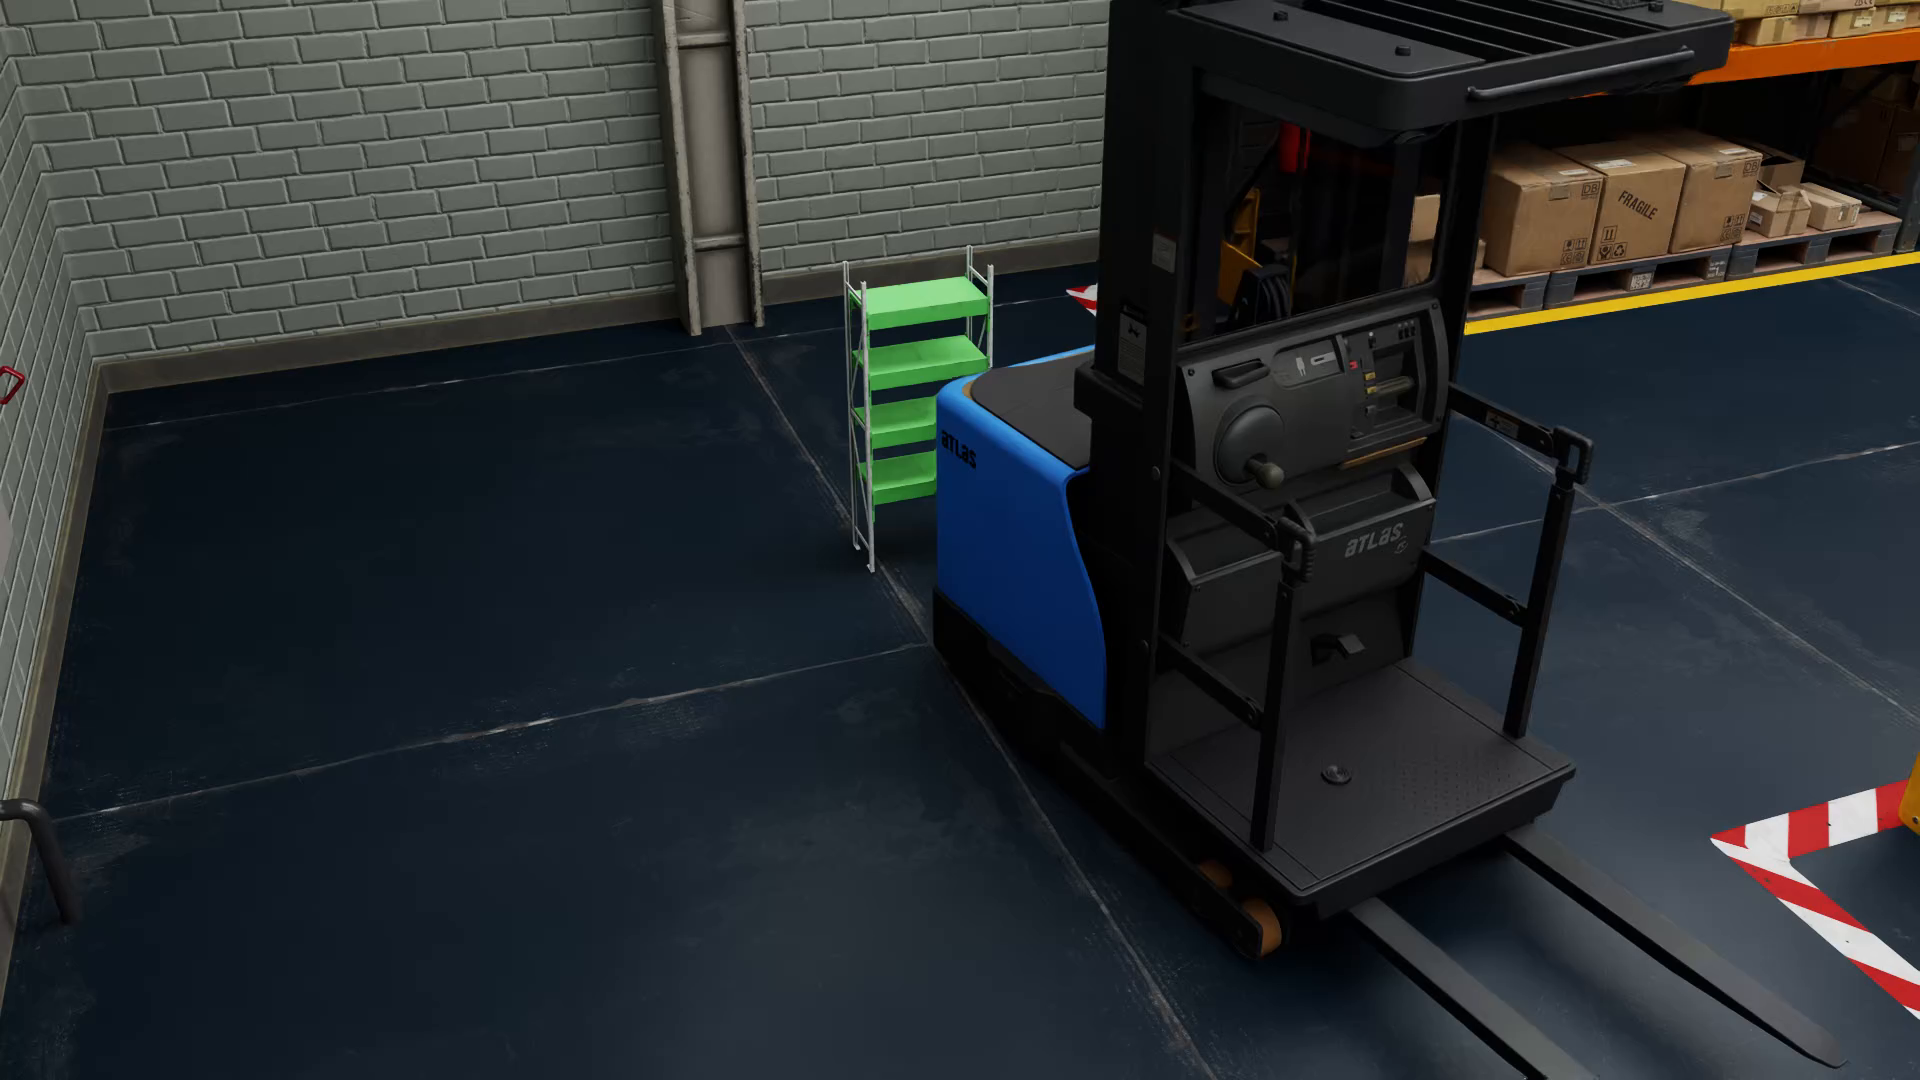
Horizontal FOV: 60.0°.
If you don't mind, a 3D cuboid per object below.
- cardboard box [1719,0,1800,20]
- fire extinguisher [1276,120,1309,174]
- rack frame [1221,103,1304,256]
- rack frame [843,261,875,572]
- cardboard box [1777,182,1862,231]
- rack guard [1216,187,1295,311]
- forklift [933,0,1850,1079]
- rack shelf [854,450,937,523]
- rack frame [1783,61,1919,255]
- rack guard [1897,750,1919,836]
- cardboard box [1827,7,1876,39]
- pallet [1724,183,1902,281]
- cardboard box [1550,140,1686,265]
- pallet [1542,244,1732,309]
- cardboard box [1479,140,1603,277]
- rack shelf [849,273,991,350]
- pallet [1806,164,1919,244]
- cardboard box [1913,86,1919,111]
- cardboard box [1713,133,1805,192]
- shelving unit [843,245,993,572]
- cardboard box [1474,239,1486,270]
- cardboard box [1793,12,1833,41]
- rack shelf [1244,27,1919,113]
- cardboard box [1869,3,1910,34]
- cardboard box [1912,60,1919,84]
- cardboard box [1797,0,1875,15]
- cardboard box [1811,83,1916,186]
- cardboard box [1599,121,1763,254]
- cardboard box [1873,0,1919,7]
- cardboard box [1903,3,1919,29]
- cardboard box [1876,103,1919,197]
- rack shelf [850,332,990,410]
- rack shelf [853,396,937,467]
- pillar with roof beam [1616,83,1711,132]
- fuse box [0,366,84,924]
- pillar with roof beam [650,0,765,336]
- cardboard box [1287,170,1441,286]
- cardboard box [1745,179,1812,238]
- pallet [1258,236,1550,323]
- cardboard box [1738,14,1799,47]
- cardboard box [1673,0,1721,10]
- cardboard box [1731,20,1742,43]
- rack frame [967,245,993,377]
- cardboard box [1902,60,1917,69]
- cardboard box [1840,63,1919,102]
[{"bbox_3d":[4.000,-2.891,8.646,0.500,0.250,0.500,-11,31,-18],"label":"cardboard box"},{"bbox_3d":[1.603,-2.076,7.818,0.183,0.674,0.296,-10,31,-18],"label":"fire extinguisher"},{"bbox_3d":[1.580,-2.511,8.128,0.127,3.000,1.000,-10,31,-18],"label":"rack frame"},{"bbox_3d":[-0.384,-0.451,6.329,0.015,1.200,0.240,-10,31,-18],"label":"rack frame"},{"bbox_3d":[4.909,-1.913,9.533,0.250,0.149,0.380,-11,32,-19],"label":"cardboard box"},{"bbox_3d":[1.651,-1.438,8.769,0.348,0.500,1.175,-10,31,-18],"label":"rack guard"},{"bbox_3d":[1.104,-0.362,4.424,1.130,2.935,3.031,-17,34,-27],"label":"forklift"},{"bbox_3d":[-0.155,-0.229,6.553,0.480,0.148,0.258,-10,31,-18],"label":"rack shelf"},{"bbox_3d":[5.329,-3.202,9.340,0.127,3.000,1.000,-10,31,-18],"label":"rack frame"},{"bbox_3d":[3.291,0.881,4.698,0.348,0.500,1.175,-10,31,-18],"label":"rack guard"},{"bbox_3d":[4.646,-2.809,8.904,0.250,0.149,0.380,-10,31,-16],"label":"cardboard box"},{"bbox_3d":[4.685,-1.872,9.823,1.213,0.211,1.003,-10,31,-18],"label":"pallet"},{"bbox_3d":[3.531,-1.844,9.057,0.500,0.500,0.500,-10,31,-17],"label":"cardboard box"},{"bbox_3d":[3.539,-1.659,9.450,1.213,0.211,1.003,-10,31,-18],"label":"pallet"},{"bbox_3d":[3.001,-1.799,8.978,0.500,0.500,0.700,-9,31,-16],"label":"cardboard box"},{"bbox_3d":[-0.155,-0.854,6.197,0.480,0.148,0.258,-10,31,-18],"label":"rack shelf"},{"bbox_3d":[6.078,-2.148,10.307,1.213,0.211,1.003,-10,31,-18],"label":"pallet"},{"bbox_3d":[5.758,-2.518,9.586,0.250,0.149,0.380,-9,31,-15],"label":"cardboard box"},{"bbox_3d":[4.627,-2.211,9.893,0.500,0.311,0.500,-9,31,-16],"label":"cardboard box"},{"bbox_3d":[-0.155,-0.493,6.403,0.503,1.200,0.258,-10,31,-18],"label":"shelving unit"},{"bbox_3d":[2.598,-1.572,8.935,0.250,0.149,0.380,-12,32,-20],"label":"cardboard box"},{"bbox_3d":[4.391,-2.777,8.847,0.250,0.149,0.380,-10,31,-16],"label":"cardboard box"},{"bbox_3d":[3.454,-2.544,8.912,4.000,0.370,1.077,-10,31,-18],"label":"rack shelf"},{"bbox_3d":[4.881,-2.865,9.003,0.250,0.149,0.380,-10,31,-16],"label":"cardboard box"},{"bbox_3d":[5.736,-2.676,9.562,0.250,0.149,0.380,-11,31,-18],"label":"cardboard box"},{"bbox_3d":[4.472,-2.971,8.786,0.500,0.250,0.500,-10,31,-17],"label":"cardboard box"},{"bbox_3d":[5.686,-2.520,10.244,0.500,0.500,0.500,-11,31,-18],"label":"cardboard box"},{"bbox_3d":[3.974,-1.978,9.292,0.500,0.500,0.700,-12,32,-19],"label":"cardboard box"},{"bbox_3d":[4.936,-3.065,8.950,0.500,0.250,0.500,-10,31,-16],"label":"cardboard box"},{"bbox_3d":[5.118,-2.920,9.099,0.250,0.149,0.380,-10,31,-17],"label":"cardboard box"},{"bbox_3d":[5.860,-2.277,9.818,0.500,0.500,0.500,-9,31,-15],"label":"cardboard box"},{"bbox_3d":[-0.155,-0.646,6.316,0.480,0.148,0.258,-10,31,-18],"label":"rack shelf"},{"bbox_3d":[-0.155,-0.437,6.434,0.480,0.148,0.258,-10,31,-18],"label":"rack shelf"},{"bbox_3d":[5.863,-4.109,4.872,0.400,9.000,9.100,-10,31,-18],"label":"pillar with roof beam"},{"bbox_3d":[-2.558,0.335,4.433,0.414,1.711,0.539,-10,31,-18],"label":"fuse box"},{"bbox_3d":[0.239,-3.073,3.054,0.400,9.000,9.100,-10,31,-18],"label":"pillar with roof beam"},{"bbox_3d":[2.186,-1.671,8.750,0.637,0.503,0.797,-12,32,-20],"label":"cardboard box"},{"bbox_3d":[4.574,-1.902,9.396,0.258,0.266,0.396,-9,31,-16],"label":"cardboard box"},{"bbox_3d":[2.398,-1.451,9.083,1.213,0.211,1.003,-10,31,-18],"label":"pallet"},{"bbox_3d":[4.161,-2.719,8.747,0.250,0.149,0.380,-11,31,-18],"label":"cardboard box"},{"bbox_3d":[3.517,-2.803,8.491,0.500,0.250,0.500,-11,32,-19],"label":"cardboard box"},{"bbox_3d":[3.880,-2.727,8.760,0.250,0.149,0.380,-10,31,-17],"label":"cardboard box"},{"bbox_3d":[0.074,-0.535,6.477,0.015,1.200,0.240,-10,31,-18],"label":"rack frame"},{"bbox_3d":[5.818,-2.825,10.124,0.250,0.149,0.380,-10,31,-18],"label":"cardboard box"},{"bbox_3d":[5.573,-2.777,10.040,0.250,0.149,0.380,-12,32,-20],"label":"cardboard box"}]
